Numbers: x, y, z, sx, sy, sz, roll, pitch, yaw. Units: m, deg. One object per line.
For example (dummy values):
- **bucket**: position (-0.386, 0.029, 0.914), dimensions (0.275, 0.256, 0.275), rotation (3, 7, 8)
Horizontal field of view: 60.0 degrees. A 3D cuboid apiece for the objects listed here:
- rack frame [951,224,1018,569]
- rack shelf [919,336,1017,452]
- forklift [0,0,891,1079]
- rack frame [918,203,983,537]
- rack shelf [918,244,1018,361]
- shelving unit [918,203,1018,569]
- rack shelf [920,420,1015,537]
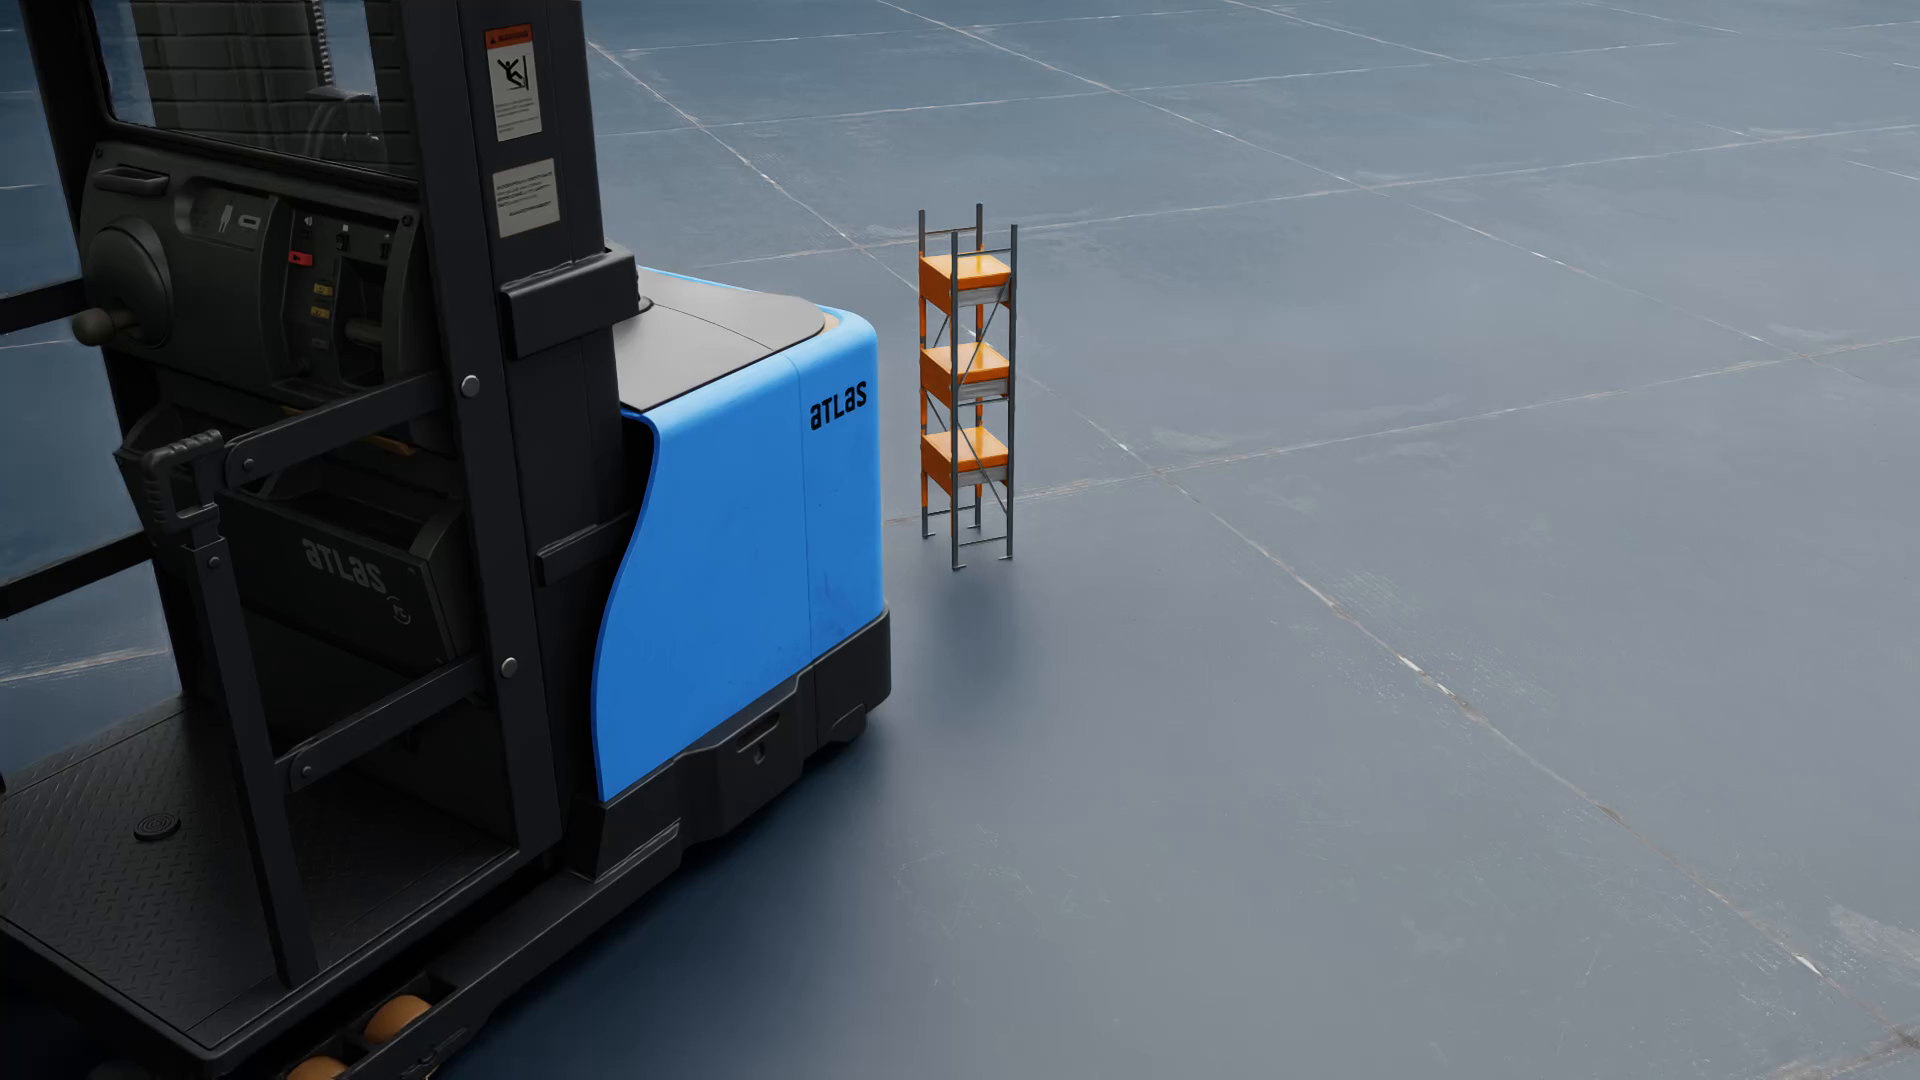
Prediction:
- **rack frame**: position (0.069, -0.401, 4.875), dimensions (0.200, 1.050, 0.008), rotation (-11, 28, -21)
- **rack shelf**: position (0.021, -0.441, 4.980), dimensions (0.215, 0.259, 0.240), rotation (-11, 28, -21)
- **forklift**: position (-1.409, -0.453, 2.836), dimensions (1.130, 2.935, 3.031), rotation (16, 30, 30)
- **rack frame**: position (-0.027, -0.499, 5.076), dimensions (0.200, 1.050, 0.008), rotation (-11, 28, -21)
- **rack shelf**: position (0.021, -0.696, 4.856), dimensions (0.215, 0.259, 0.240), rotation (-11, 28, -21)
- **shelving unit**: position (0.021, -0.450, 4.975), dimensions (0.215, 1.050, 0.252), rotation (-11, 28, -21)
- **rack shelf**: position (0.021, -0.191, 5.102), dimensions (0.215, 0.259, 0.240), rotation (-11, 28, -21)
